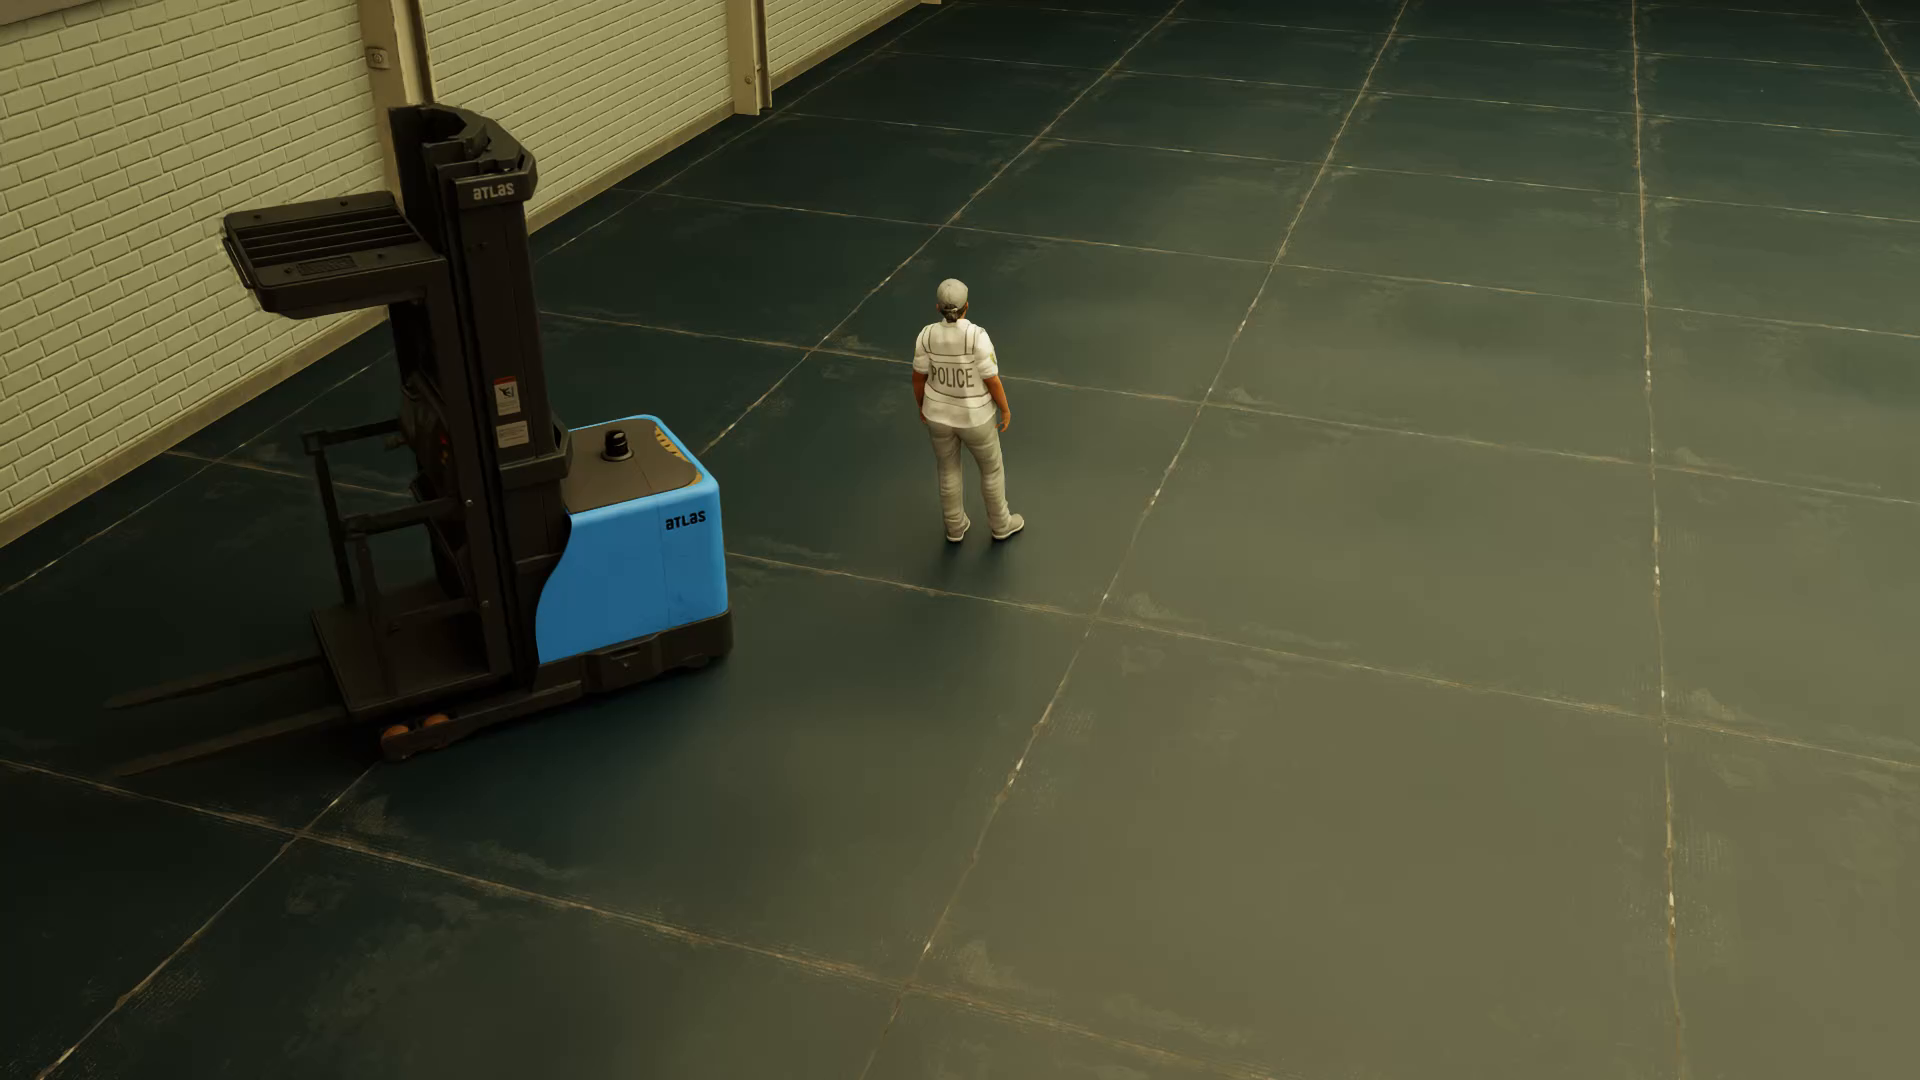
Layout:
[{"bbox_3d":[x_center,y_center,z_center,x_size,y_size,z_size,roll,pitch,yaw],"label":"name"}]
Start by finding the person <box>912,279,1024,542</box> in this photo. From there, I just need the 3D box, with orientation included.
[{"bbox_3d":[0.047,-0.763,9.736,0.598,1.670,0.529,10,31,16],"label":"person"}]

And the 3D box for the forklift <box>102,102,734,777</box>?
[{"bbox_3d":[-2.758,-0.489,7.995,3.031,2.935,1.130,-15,33,-25],"label":"forklift"}]
